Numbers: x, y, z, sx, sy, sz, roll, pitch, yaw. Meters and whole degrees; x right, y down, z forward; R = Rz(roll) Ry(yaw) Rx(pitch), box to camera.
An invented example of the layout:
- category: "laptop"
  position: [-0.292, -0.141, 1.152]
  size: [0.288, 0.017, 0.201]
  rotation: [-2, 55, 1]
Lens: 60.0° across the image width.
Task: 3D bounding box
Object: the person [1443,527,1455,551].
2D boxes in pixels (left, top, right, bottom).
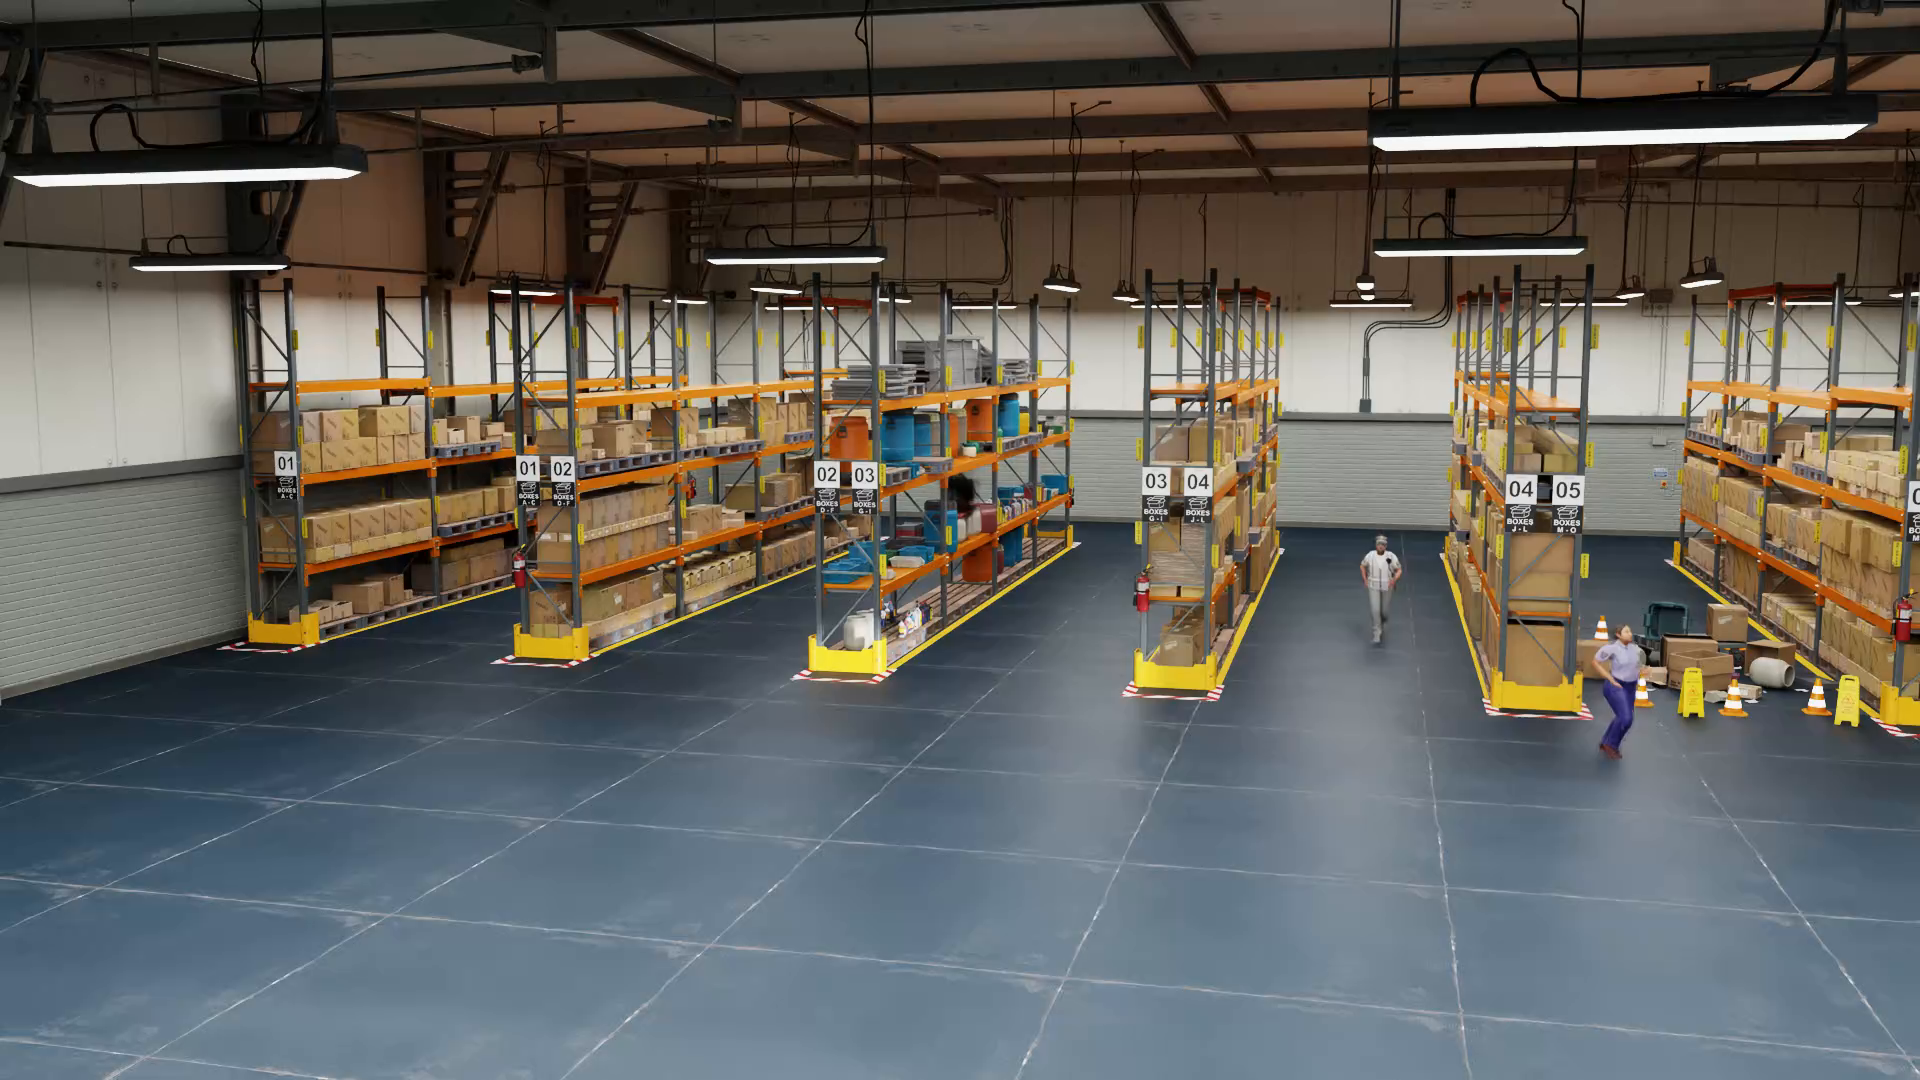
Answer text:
- category: "person"
  position: [11.883, -0.524, 39.476]
  size: [0.738, 1.608, 0.888]
  rotation: [2, 7, 18]

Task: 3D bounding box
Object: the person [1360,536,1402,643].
- category: "person"
  position: [7.060, 0.800, 27.916]
  size: [0.675, 1.784, 0.844]
  rotation: [1, 7, 12]

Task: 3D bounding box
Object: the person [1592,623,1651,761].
- category: "person"
  position: [7.945, 1.844, 19.932]
  size: [0.597, 1.673, 0.609]
  rotation: [-4, 8, -31]
